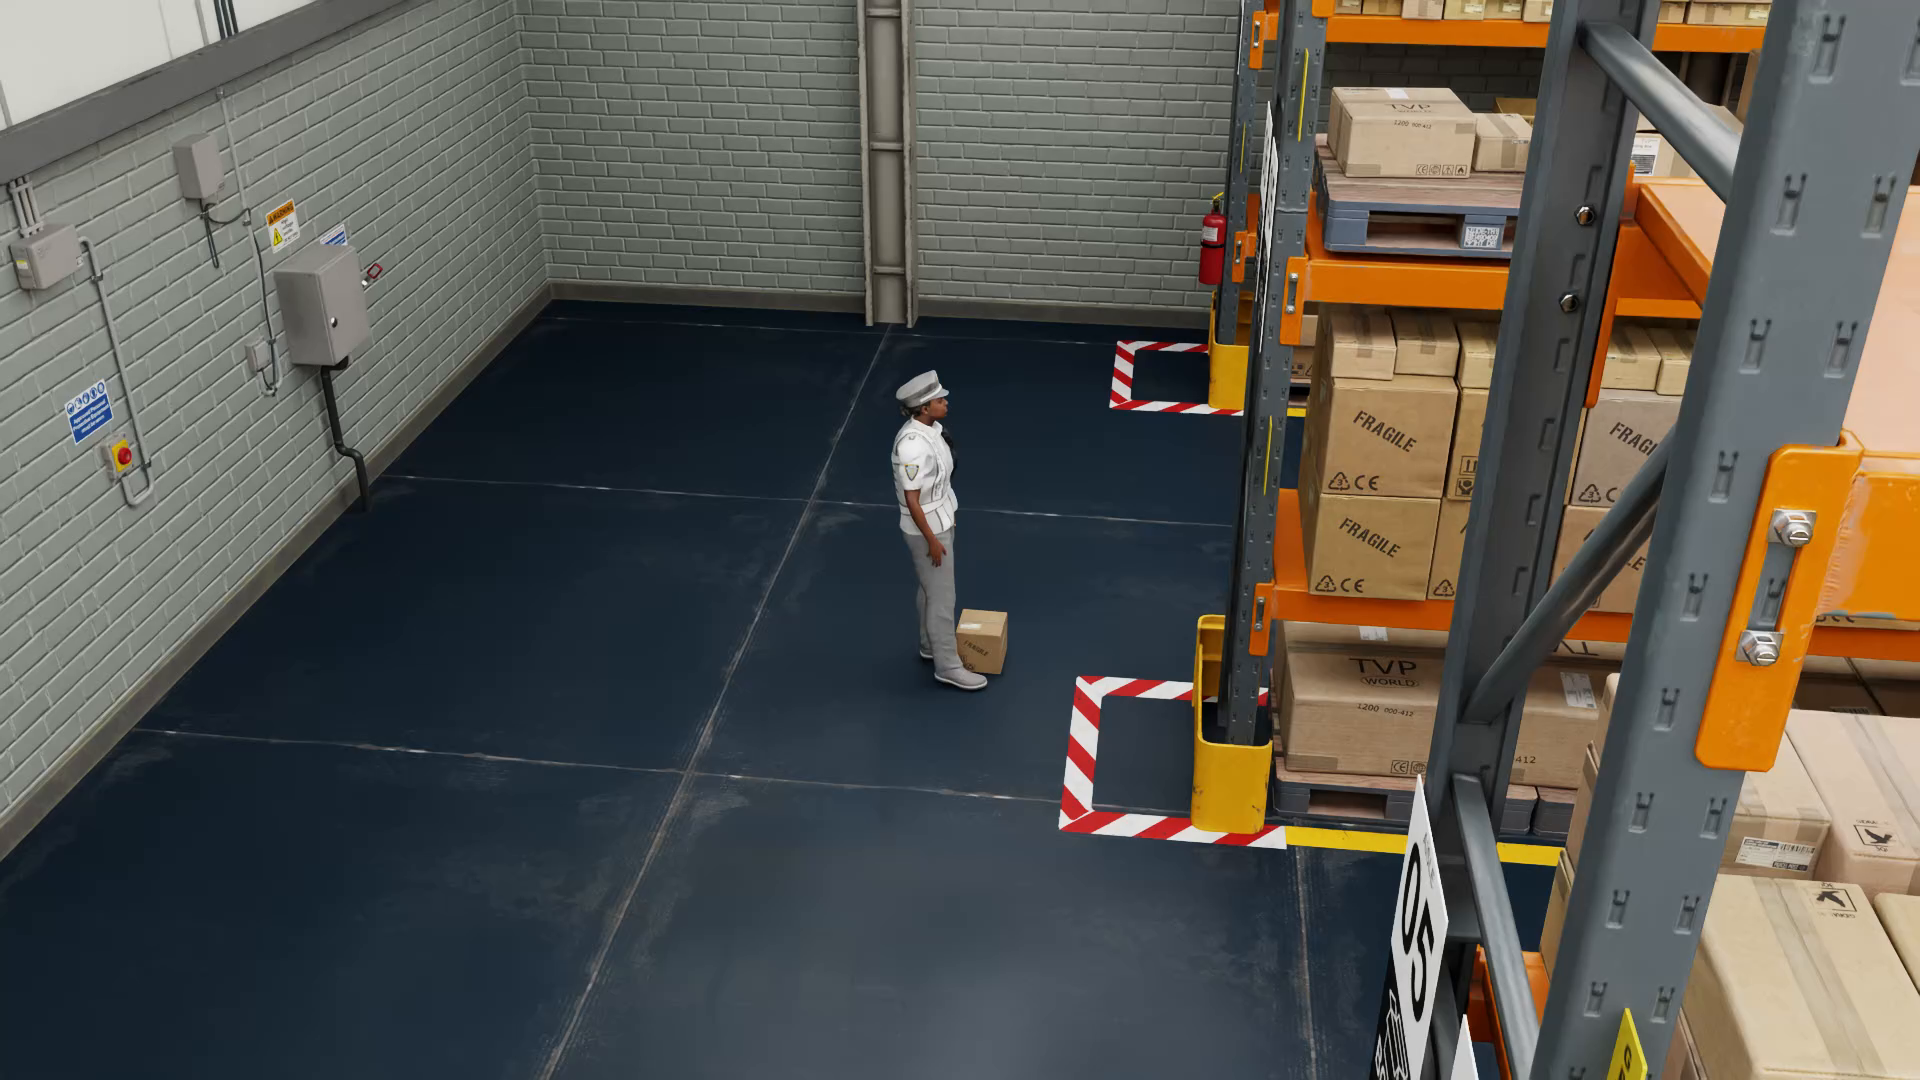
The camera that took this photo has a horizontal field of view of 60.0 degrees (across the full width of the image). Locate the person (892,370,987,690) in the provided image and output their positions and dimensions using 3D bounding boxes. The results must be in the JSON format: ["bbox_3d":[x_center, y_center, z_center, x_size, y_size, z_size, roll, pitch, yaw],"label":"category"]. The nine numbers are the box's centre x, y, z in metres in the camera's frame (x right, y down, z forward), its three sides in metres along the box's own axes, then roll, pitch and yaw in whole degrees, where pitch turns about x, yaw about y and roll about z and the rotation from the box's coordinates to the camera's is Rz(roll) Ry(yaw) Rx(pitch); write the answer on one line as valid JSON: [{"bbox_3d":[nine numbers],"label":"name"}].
[{"bbox_3d":[-0.087,-0.077,8.813,0.529,1.694,0.569,3,29,6],"label":"person"}]
